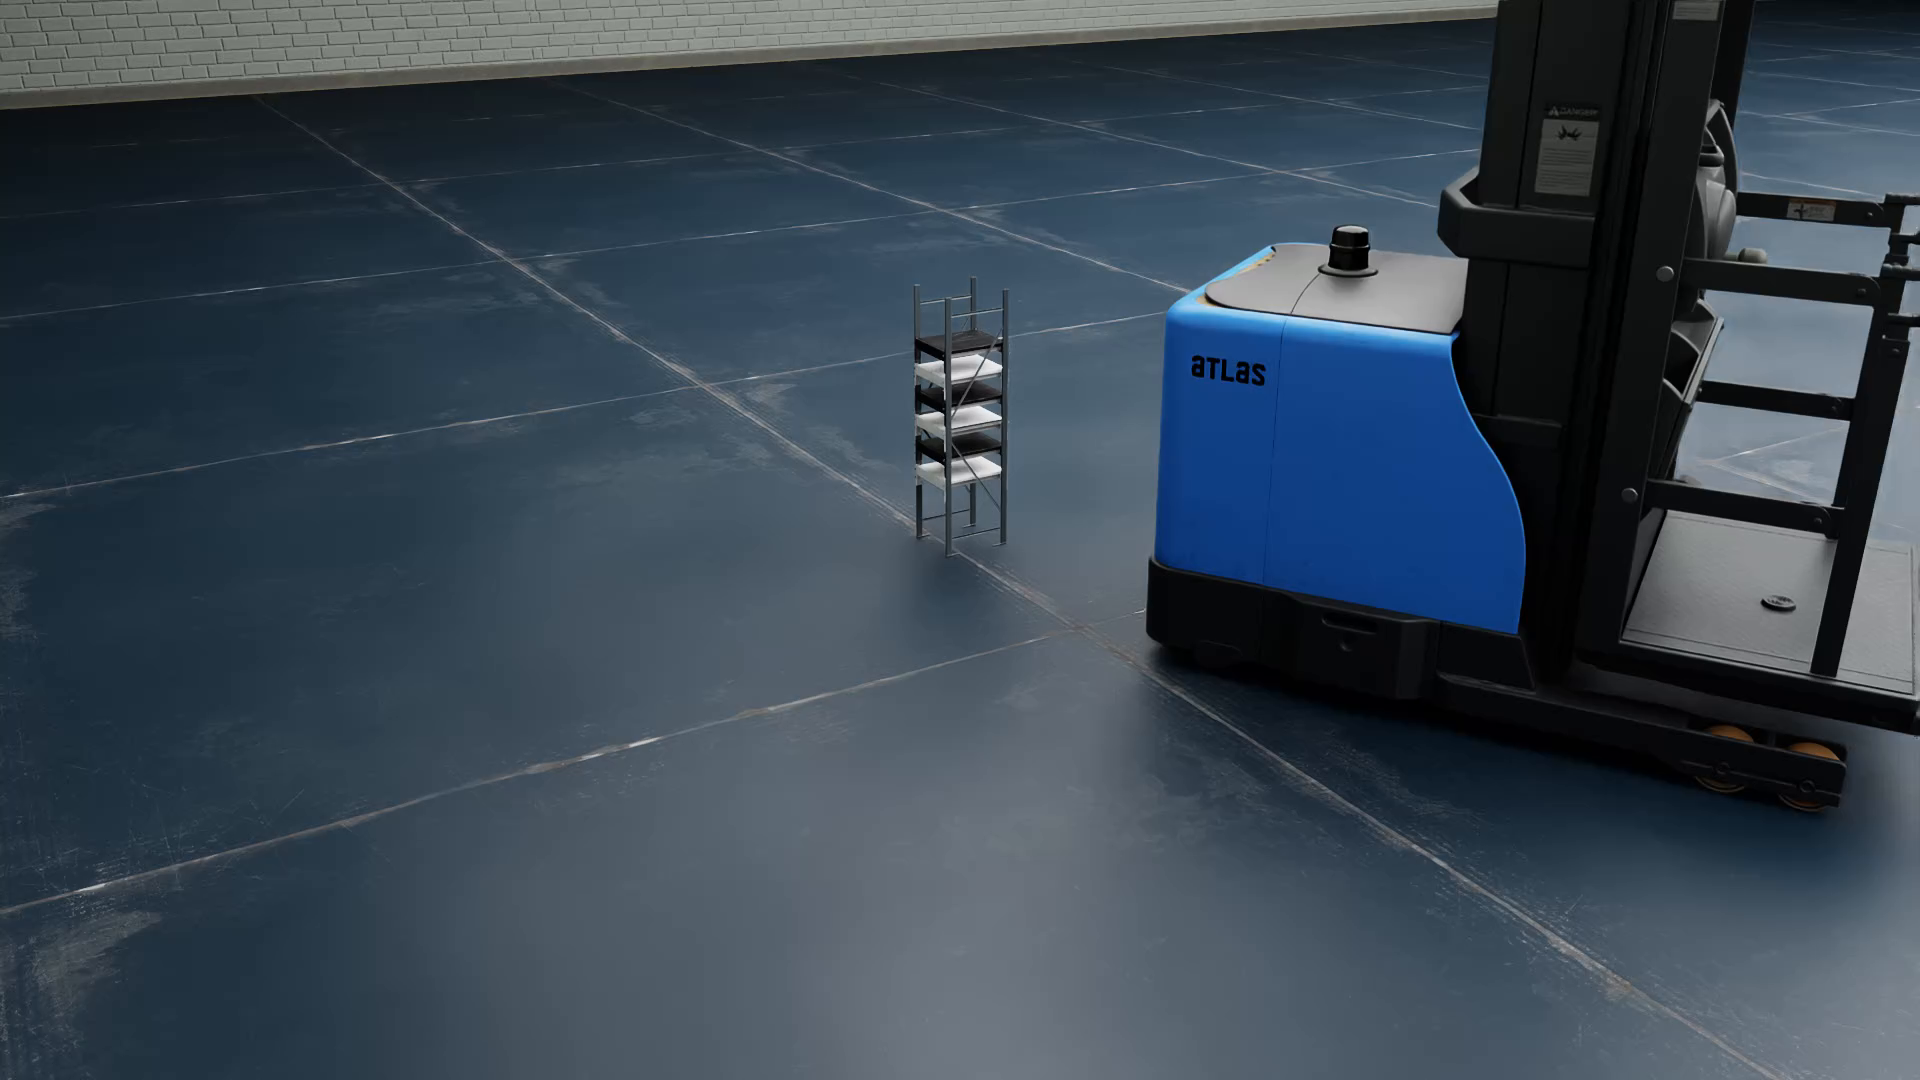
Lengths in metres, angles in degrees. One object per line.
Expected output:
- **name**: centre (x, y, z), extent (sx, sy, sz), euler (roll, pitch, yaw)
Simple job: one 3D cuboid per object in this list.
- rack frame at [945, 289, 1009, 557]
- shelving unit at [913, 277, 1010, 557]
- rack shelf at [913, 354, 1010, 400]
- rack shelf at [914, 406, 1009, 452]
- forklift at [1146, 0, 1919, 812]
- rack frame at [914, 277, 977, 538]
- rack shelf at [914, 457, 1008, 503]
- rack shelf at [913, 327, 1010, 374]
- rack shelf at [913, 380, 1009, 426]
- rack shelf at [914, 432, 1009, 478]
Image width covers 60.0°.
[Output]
- **rack frame**: centre (0.056, -0.381, 5.555), extent (0.240, 0.900, 0.006), euler (-13, 25, -28)
- **shelving unit**: centre (0.004, -0.414, 5.636), extent (0.258, 0.900, 0.210), euler (-13, 25, -28)
- **rack shelf**: centre (0.004, -0.550, 5.580), extent (0.258, 0.077, 0.200), euler (-13, 25, -28)
- **rack shelf**: centre (0.004, -0.383, 5.648), extent (0.258, 0.077, 0.200), euler (-13, 25, -28)
- **forklift**: centre (2.101, -0.910, 4.158), extent (3.031, 2.935, 1.130), euler (11, 25, 26)
- **rack frame**: centre (-0.048, -0.447, 5.717), extent (0.240, 0.900, 0.006), euler (-13, 25, -28)
- **rack shelf**: centre (0.004, -0.217, 5.716), extent (0.258, 0.077, 0.200), euler (-13, 25, -28)
- **rack shelf**: centre (0.004, -0.633, 5.546), extent (0.258, 0.077, 0.200), euler (-13, 25, -28)
- **rack shelf**: centre (0.004, -0.467, 5.614), extent (0.258, 0.077, 0.200), euler (-13, 25, -28)
- **rack shelf**: centre (0.004, -0.300, 5.682), extent (0.258, 0.077, 0.200), euler (-13, 25, -28)
